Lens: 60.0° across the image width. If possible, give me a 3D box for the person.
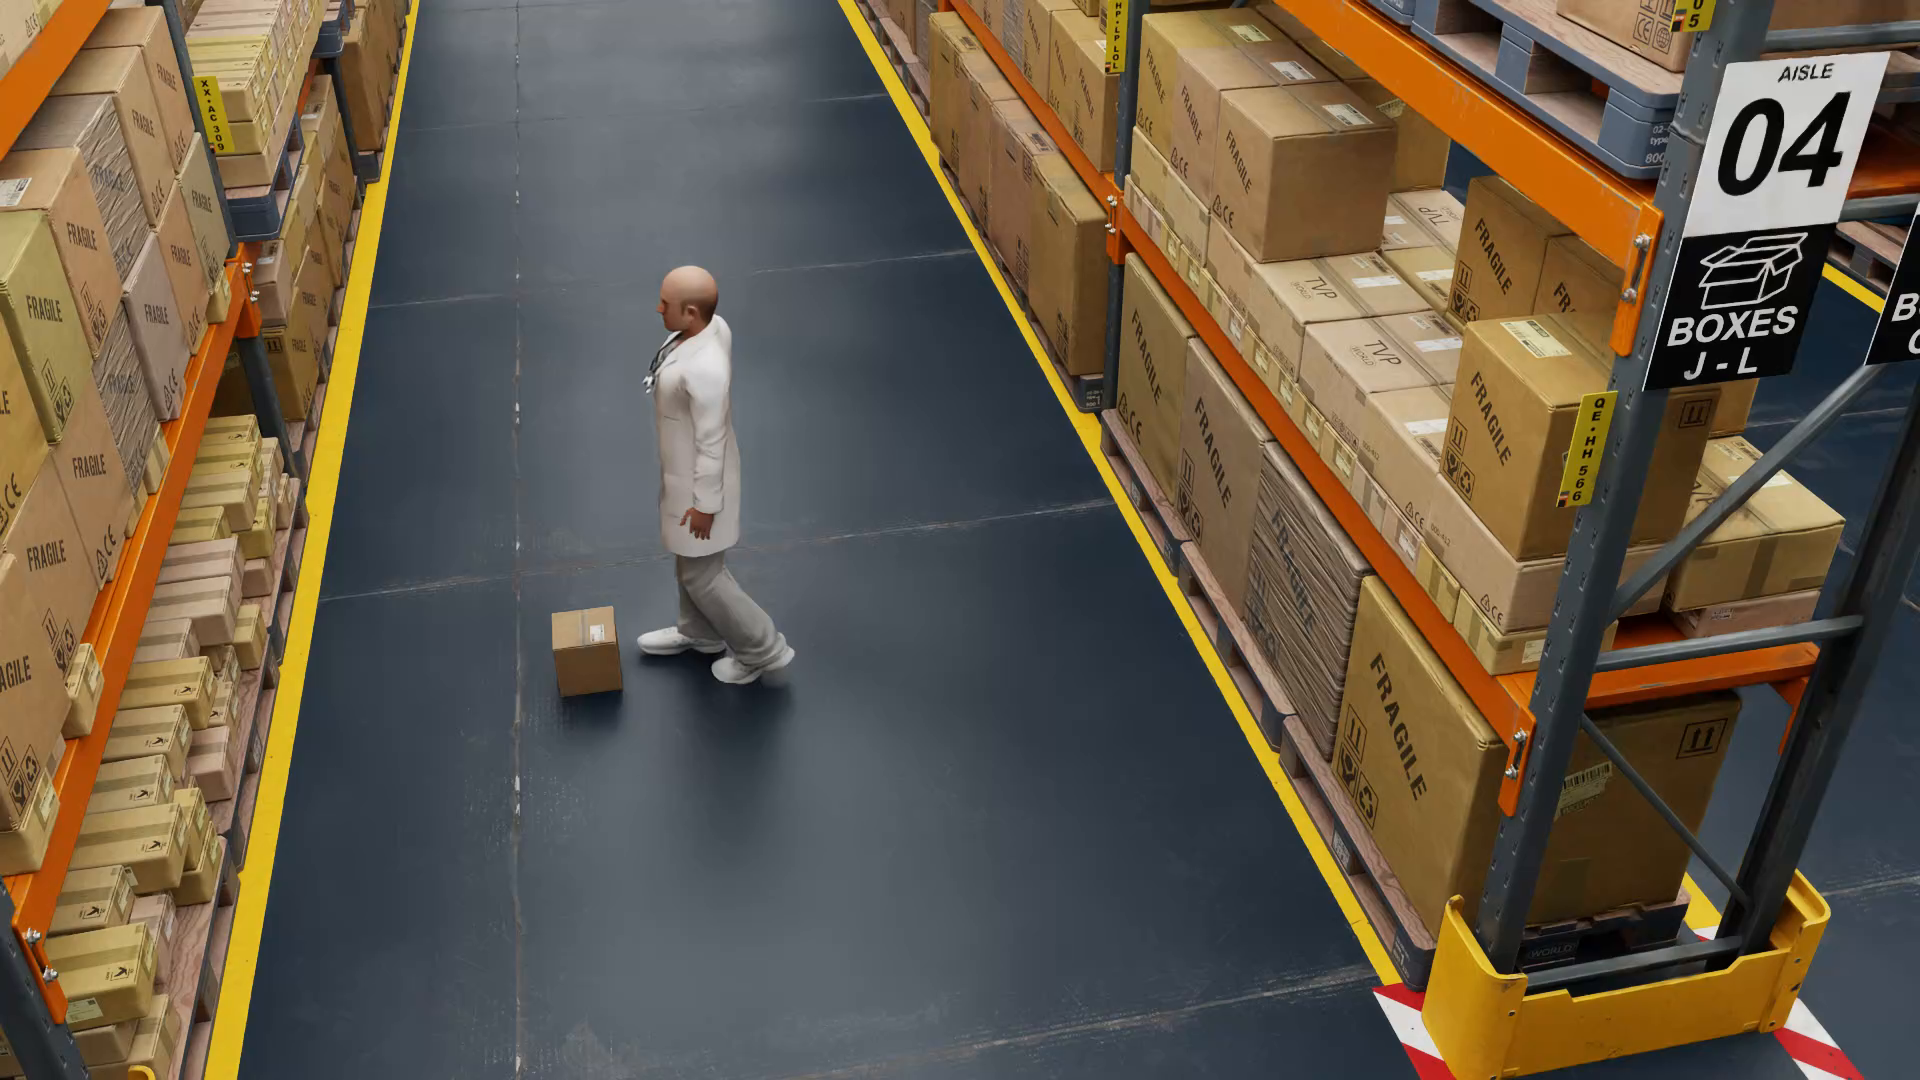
[{"bbox_3d":[-1.023,-0.243,6.521,0.664,1.802,0.613,-3,34,-4],"label":"person"}]
